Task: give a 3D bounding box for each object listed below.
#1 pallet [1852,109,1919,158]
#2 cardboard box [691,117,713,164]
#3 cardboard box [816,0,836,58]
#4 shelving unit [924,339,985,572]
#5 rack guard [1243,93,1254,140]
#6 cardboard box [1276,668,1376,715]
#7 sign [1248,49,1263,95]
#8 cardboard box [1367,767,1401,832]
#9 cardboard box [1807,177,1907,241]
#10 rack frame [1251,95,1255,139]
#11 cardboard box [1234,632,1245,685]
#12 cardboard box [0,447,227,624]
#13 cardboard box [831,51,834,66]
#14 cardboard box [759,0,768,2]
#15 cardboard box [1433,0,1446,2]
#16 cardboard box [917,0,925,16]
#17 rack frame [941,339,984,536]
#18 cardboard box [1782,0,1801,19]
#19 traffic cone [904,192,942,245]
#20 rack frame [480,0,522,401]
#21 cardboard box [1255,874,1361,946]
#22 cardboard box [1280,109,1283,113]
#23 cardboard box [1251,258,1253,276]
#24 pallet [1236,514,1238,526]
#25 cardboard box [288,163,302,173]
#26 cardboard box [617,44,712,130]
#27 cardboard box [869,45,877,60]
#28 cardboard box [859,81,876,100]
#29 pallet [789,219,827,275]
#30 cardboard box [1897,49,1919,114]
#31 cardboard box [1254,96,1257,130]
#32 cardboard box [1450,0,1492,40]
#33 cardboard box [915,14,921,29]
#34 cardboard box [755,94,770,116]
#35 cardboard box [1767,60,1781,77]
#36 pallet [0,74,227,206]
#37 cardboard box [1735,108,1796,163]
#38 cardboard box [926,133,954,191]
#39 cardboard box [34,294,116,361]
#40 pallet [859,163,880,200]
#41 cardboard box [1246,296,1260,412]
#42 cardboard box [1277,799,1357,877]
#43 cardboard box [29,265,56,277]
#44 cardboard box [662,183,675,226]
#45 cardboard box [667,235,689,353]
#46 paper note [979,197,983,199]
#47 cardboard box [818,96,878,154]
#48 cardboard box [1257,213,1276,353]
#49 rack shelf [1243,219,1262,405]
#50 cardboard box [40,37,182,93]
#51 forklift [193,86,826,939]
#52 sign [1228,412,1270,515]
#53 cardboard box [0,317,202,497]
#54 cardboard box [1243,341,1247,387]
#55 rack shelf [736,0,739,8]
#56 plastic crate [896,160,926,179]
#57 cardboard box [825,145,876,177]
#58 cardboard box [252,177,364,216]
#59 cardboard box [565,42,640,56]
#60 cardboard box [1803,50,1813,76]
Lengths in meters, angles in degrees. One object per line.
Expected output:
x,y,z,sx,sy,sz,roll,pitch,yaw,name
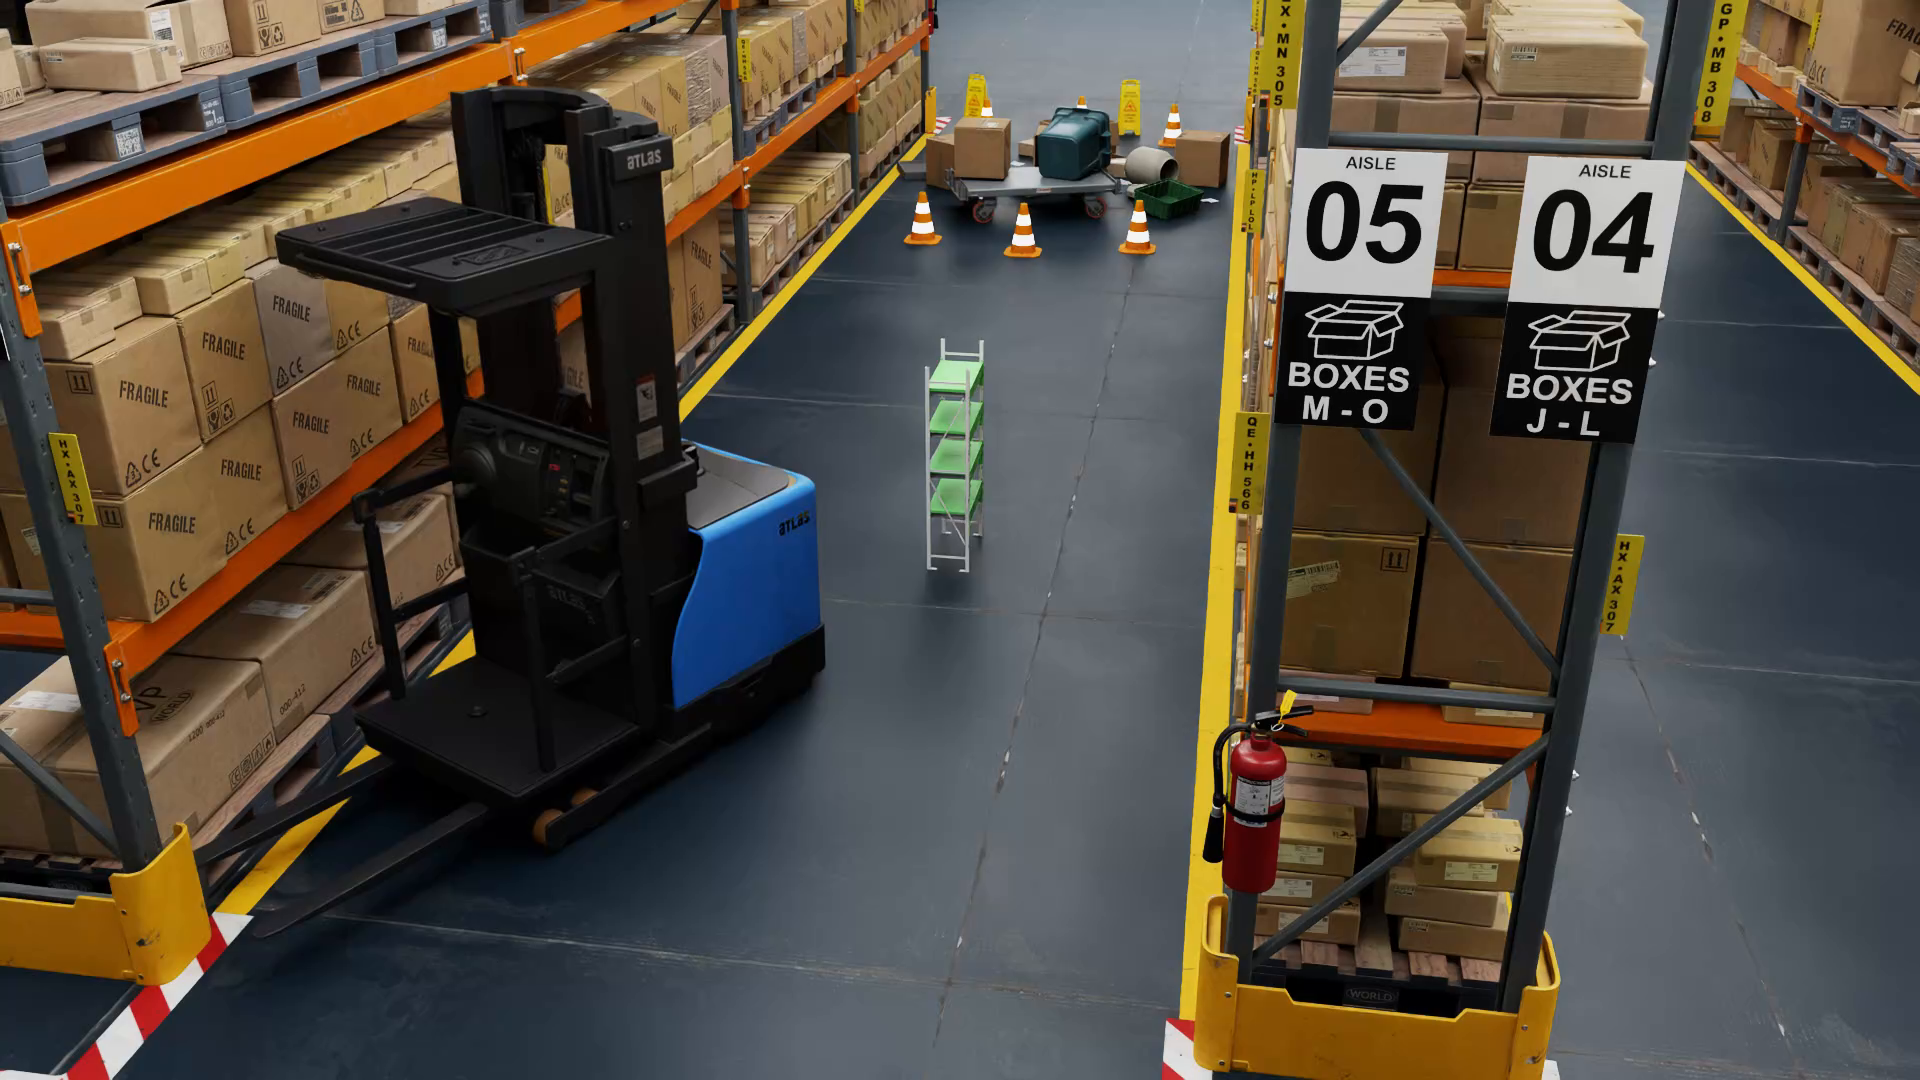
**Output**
7.873,-3.216,13.309,1.003,0.211,1.213,4,25,9,pallet
-2.095,-2.883,11.958,0.500,0.250,0.500,3,25,7,cardboard box
-1.462,-4.786,15.472,0.500,0.500,0.500,4,25,9,cardboard box
-0.027,-0.474,9.348,0.258,1.200,0.503,4,25,9,shelving unit
4.025,-5.082,20.018,1.175,0.500,0.348,4,25,9,rack guard
1.180,0.445,5.557,0.380,0.149,0.250,4,25,9,cardboard box
2.165,-3.420,12.152,0.100,0.325,0.005,4,25,9,sign
1.798,1.033,6.521,0.380,0.149,0.250,4,25,9,cardboard box
8.122,-2.957,14.959,0.700,0.500,0.500,2,25,4,cardboard box
4.021,-6.204,19.467,1.000,3.000,0.127,4,25,9,rack frame
1.444,0.555,7.542,0.380,0.149,0.250,4,25,9,cardboard box
-3.132,-0.039,6.178,0.500,0.500,0.500,4,25,8,cardboard box
-1.405,-4.565,15.765,0.380,0.149,0.250,3,25,7,cardboard box
-1.974,-4.817,15.538,0.500,0.500,0.500,4,25,9,cardboard box
2.058,-2.057,6.655,0.500,0.250,0.500,5,26,11,cardboard box
-0.696,-6.439,19.499,0.500,0.500,0.500,4,25,8,cardboard box
0.013,-0.576,9.566,0.240,1.200,0.015,4,25,9,rack frame
8.126,-5.195,15.662,0.500,0.500,0.500,4,25,9,cardboard box
-0.354,-3.068,15.758,0.336,0.463,0.334,4,25,9,traffic cone
-2.840,-1.486,9.387,1.000,3.000,0.127,4,25,9,rack frame
1.286,1.354,6.187,0.380,0.149,0.250,4,25,9,cardboard box
1.390,-1.432,5.910,0.500,0.250,0.500,5,26,11,cardboard box
2.279,-1.772,11.567,0.500,0.250,0.500,4,25,8,cardboard box
2.186,-0.248,10.031,1.003,0.211,1.213,4,25,9,pallet
-3.347,-1.737,7.860,0.380,0.149,0.250,3,25,7,cardboard box
-2.089,-3.208,11.767,0.500,0.500,0.500,4,25,9,cardboard box
-1.087,-5.151,17.513,0.380,0.149,0.250,5,26,10,cardboard box
-1.090,-4.687,17.322,0.380,0.149,0.250,4,25,9,cardboard box
-1.856,-2.732,15.337,1.003,0.211,1.213,4,25,9,pallet
8.052,-3.651,13.395,0.797,0.503,0.637,7,26,14,cardboard box
2.766,-3.743,14.090,0.500,0.500,0.500,4,25,9,cardboard box
1.838,-1.760,5.551,0.380,0.149,0.250,5,25,10,cardboard box
-0.661,-6.106,19.554,0.380,0.149,0.250,4,25,8,cardboard box
-1.780,-3.586,13.673,0.380,0.149,0.250,2,25,5,cardboard box
8.242,-4.661,16.467,0.380,0.149,0.250,4,25,9,cardboard box
-3.383,-1.443,5.860,1.003,0.211,1.213,4,25,9,pallet
8.715,-4.364,17.988,0.500,0.500,0.500,11,27,22,cardboard box
-0.015,-4.055,17.820,0.500,0.500,0.500,-20,32,-36,cardboard box
-3.163,-0.734,5.718,0.380,0.149,0.250,5,25,10,cardboard box
-1.458,-3.852,17.731,1.003,0.211,1.213,4,25,9,pallet
1.539,-0.760,7.367,0.500,0.500,0.500,3,25,7,cardboard box
1.243,1.080,6.070,0.380,0.149,0.250,4,25,9,cardboard box
-3.656,-0.991,6.266,0.380,0.149,0.250,4,25,8,cardboard box
-2.235,-2.222,11.136,0.500,0.250,0.500,4,25,8,cardboard box
-2.531,-1.731,11.921,0.875,0.875,0.875,4,25,9,cardboard box
0.237,-3.591,17.385,0.148,0.019,0.142,4,25,9,paper note
-1.170,-4.345,17.357,0.500,0.500,0.500,5,26,11,cardboard box
1.478,-1.005,6.712,0.500,0.500,0.500,3,25,7,cardboard box
2.387,-1.696,10.684,1.077,0.370,4.000,4,25,9,rack shelf
-3.089,-1.733,6.058,0.380,0.149,0.250,5,26,10,cardboard box
-1.942,-0.264,6.857,1.130,2.935,3.031,17,30,32,forklift
0.862,-0.227,4.958,0.100,0.325,0.005,4,25,9,sign
-3.135,-0.492,5.966,0.500,0.500,0.500,3,25,7,cardboard box
2.188,-1.213,11.256,0.500,0.500,0.500,3,25,7,cardboard box
-1.860,-5.028,14.265,1.077,0.370,4.000,4,25,9,rack shelf
-0.467,-4.110,18.435,0.402,0.080,0.583,-5,25,-10,plastic crate
-1.170,-4.005,17.516,0.500,0.250,0.500,3,25,6,cardboard box
-2.873,-1.493,7.339,0.380,0.149,0.250,4,25,9,cardboard box
-2.580,-3.260,11.879,0.500,0.500,0.500,4,25,9,cardboard box
8.378,-4.509,15.377,0.875,0.500,0.500,4,25,9,cardboard box
